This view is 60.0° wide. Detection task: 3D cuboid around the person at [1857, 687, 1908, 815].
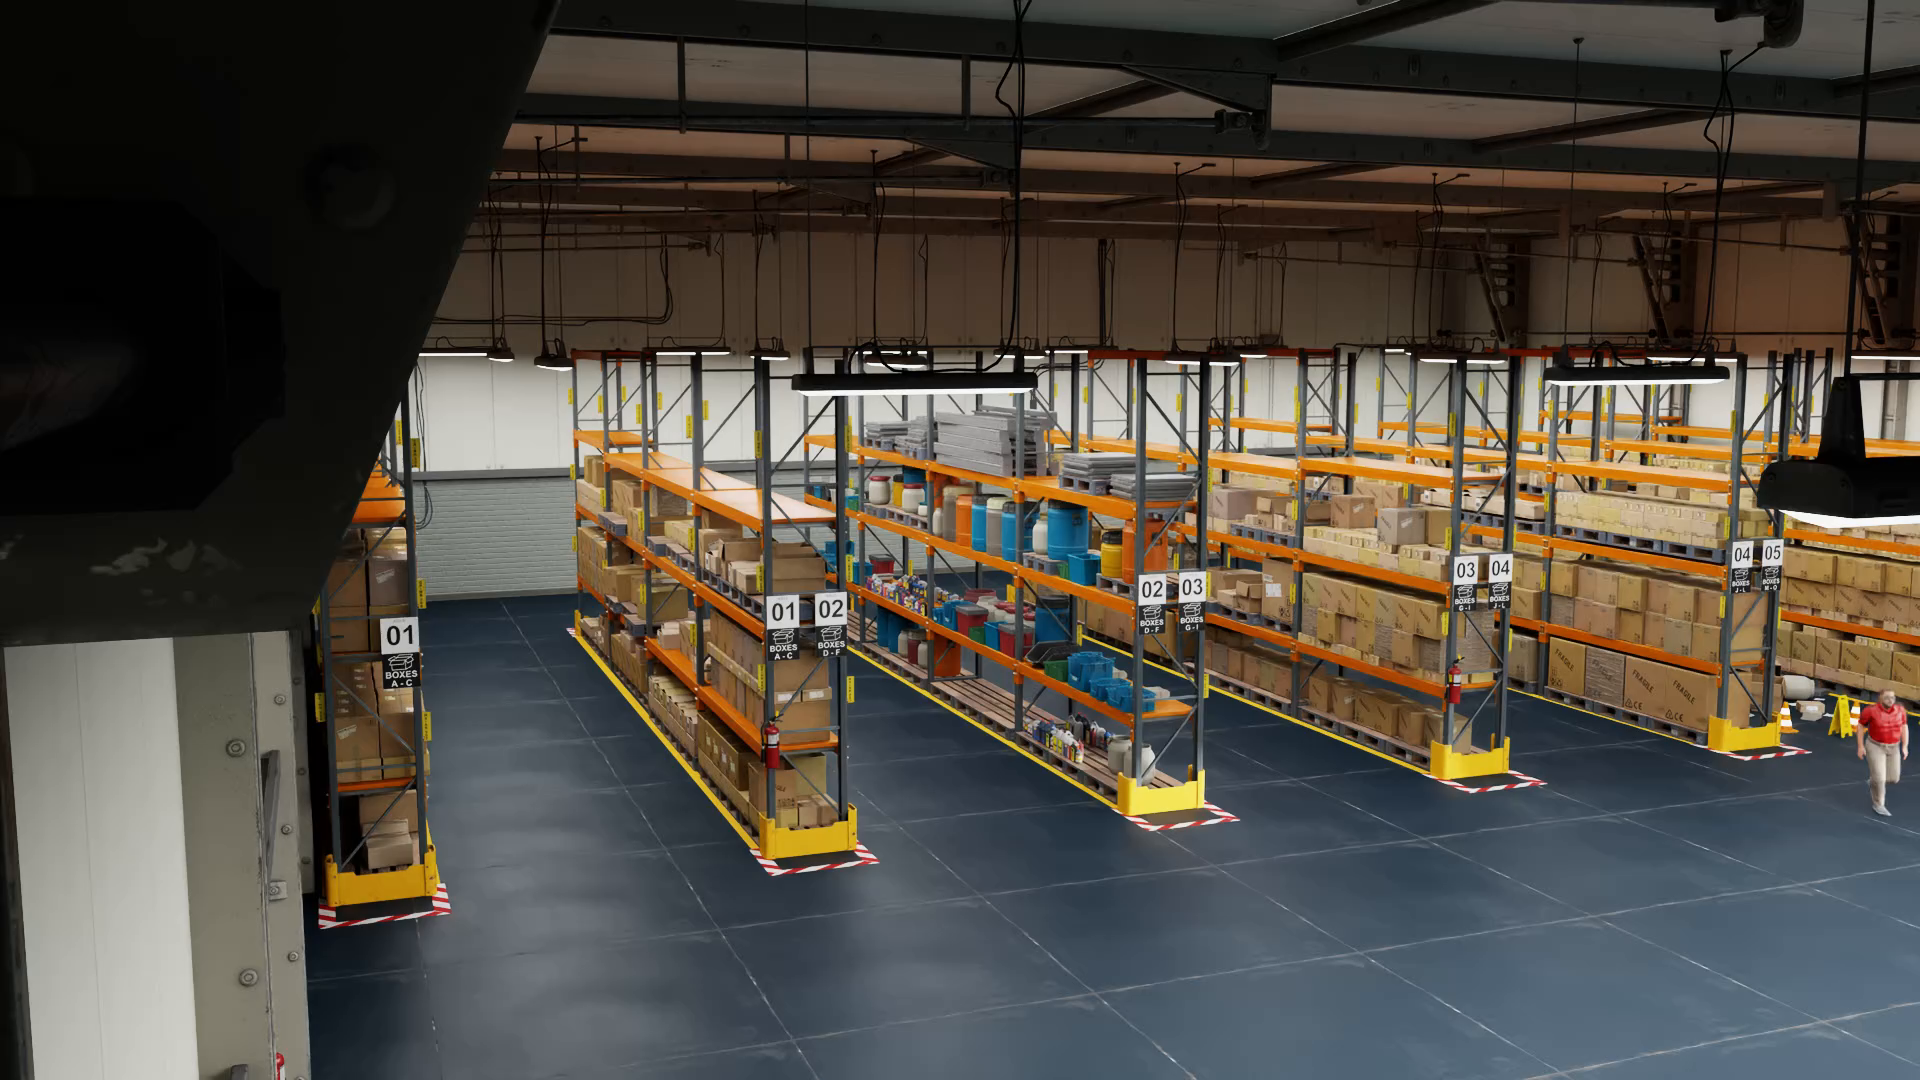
[{"bbox_3d":[12.214,2.753,22.118,0.596,1.701,0.669,0,7,2],"label":"person"}]
